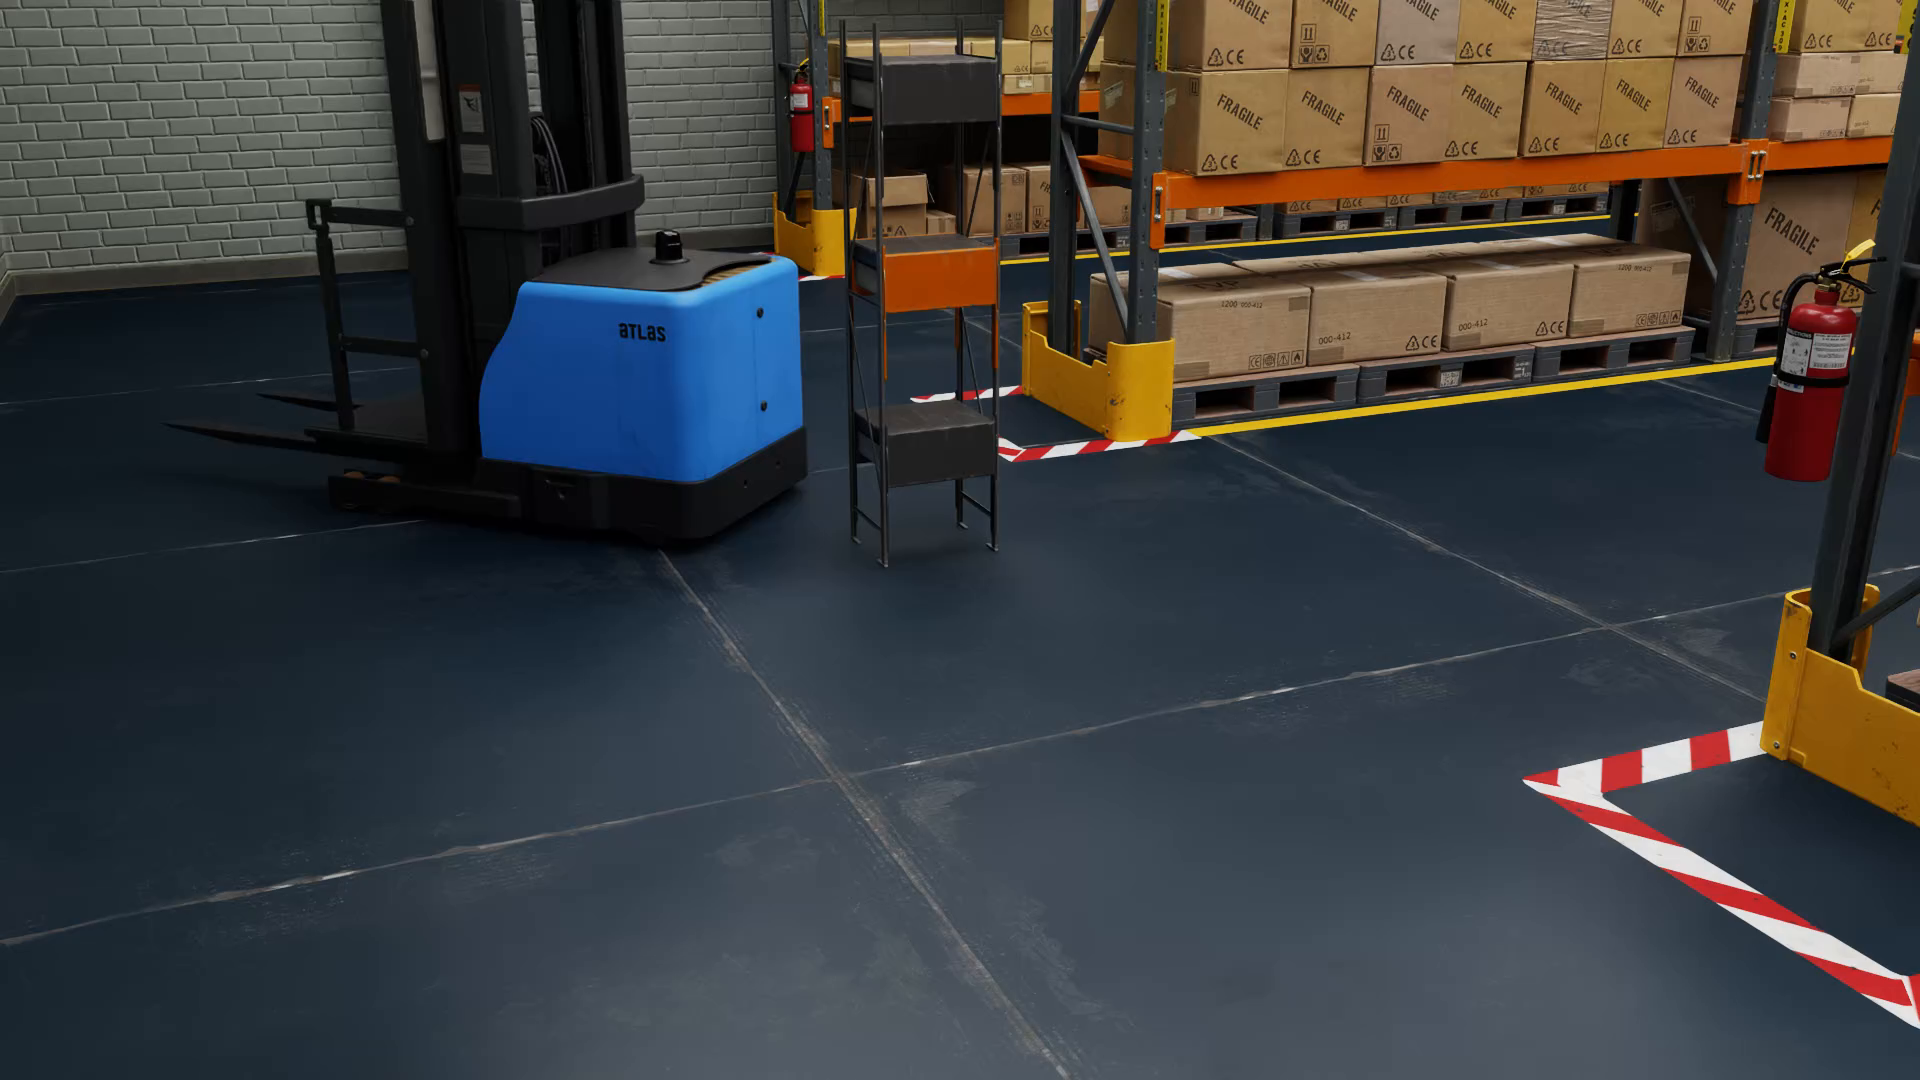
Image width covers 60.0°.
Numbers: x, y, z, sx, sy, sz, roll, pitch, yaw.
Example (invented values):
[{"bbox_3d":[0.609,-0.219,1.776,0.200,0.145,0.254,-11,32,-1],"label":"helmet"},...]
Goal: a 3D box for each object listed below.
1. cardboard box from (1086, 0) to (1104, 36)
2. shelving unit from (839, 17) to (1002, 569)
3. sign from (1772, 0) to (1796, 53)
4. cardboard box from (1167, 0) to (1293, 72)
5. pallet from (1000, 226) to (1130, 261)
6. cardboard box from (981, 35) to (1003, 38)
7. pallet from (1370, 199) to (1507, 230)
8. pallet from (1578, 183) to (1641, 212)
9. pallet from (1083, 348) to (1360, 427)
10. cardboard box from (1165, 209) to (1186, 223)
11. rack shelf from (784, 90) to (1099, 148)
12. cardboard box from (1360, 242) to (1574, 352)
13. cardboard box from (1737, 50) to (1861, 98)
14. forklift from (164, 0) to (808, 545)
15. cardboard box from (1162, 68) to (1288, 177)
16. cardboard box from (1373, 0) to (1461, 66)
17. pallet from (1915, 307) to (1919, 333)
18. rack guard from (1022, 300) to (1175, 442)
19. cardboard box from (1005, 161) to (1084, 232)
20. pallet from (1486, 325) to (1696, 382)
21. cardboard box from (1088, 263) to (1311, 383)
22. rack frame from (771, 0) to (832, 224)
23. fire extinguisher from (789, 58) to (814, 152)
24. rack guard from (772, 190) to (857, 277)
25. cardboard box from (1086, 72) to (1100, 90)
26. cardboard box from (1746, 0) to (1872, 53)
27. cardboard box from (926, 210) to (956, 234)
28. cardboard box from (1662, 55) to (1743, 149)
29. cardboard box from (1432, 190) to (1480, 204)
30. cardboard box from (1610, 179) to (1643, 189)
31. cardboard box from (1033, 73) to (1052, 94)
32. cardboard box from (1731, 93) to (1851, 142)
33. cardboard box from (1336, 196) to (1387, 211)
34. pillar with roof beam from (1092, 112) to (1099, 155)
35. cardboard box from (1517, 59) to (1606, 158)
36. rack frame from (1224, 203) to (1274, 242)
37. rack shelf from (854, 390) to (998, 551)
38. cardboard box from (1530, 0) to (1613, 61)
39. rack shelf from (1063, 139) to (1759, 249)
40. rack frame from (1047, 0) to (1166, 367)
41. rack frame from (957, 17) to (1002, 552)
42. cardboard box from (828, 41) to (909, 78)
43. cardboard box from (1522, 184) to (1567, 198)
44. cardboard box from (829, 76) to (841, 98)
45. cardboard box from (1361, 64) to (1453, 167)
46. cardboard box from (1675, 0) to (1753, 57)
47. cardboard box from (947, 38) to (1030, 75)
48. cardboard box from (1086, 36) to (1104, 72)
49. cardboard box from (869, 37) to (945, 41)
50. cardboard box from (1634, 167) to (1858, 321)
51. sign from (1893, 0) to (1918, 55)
[{"bbox_3d":[0.970,-4.455,13.806,0.500,0.500,0.500,-9,21,-23],"label":"cardboard box"},{"bbox_3d":[-0.152,-0.969,6.611,0.503,2.100,0.431,-8,21,-22],"label":"shelving unit"},{"bbox_3d":[4.633,-2.910,9.346,0.005,0.325,0.100,-8,21,-22],"label":"sign"},{"bbox_3d":[1.293,-2.602,8.239,0.500,0.500,0.500,-9,21,-23],"label":"cardboard box"},{"bbox_3d":[0.690,-2.579,14.029,1.213,0.211,1.003,-8,21,-22],"label":"pallet"},{"bbox_3d":[0.498,-4.031,13.731,0.500,0.250,0.500,-8,21,-22],"label":"cardboard box"},{"bbox_3d":[4.296,-3.111,15.540,1.213,0.211,1.003,-8,21,-22],"label":"pallet"},{"bbox_3d":[6.887,-3.453,16.512,1.213,0.211,1.003,-8,21,-22],"label":"pallet"},{"bbox_3d":[1.442,-0.920,9.318,1.213,0.211,1.003,-8,21,-22],"label":"pallet"},{"bbox_3d":[1.719,-2.845,14.069,0.258,0.266,0.396,-7,21,-20],"label":"cardboard box"},{"bbox_3d":[0.606,-3.544,13.653,4.000,0.370,1.077,-8,21,-22],"label":"rack shelf"},{"bbox_3d":[2.971,-1.455,9.862,0.875,0.438,0.875,-9,21,-24],"label":"cardboard box"},{"bbox_3d":[4.928,-2.770,9.845,0.500,0.250,0.500,-9,21,-23],"label":"cardboard box"},{"bbox_3d":[-2.271,-1.651,7.299,3.031,2.935,1.130,7,21,20],"label":"forklift"},{"bbox_3d":[1.294,-2.129,8.403,0.500,0.500,0.500,-8,21,-22],"label":"cardboard box"},{"bbox_3d":[2.234,-2.742,8.637,0.500,0.500,0.500,-8,21,-22],"label":"cardboard box"},{"bbox_3d":[6.213,-1.604,11.259,1.213,0.211,1.003,-8,21,-22],"label":"pallet"},{"bbox_3d":[0.717,-0.924,8.895,0.348,0.500,1.175,-8,21,-22],"label":"rack guard"},{"bbox_3d":[0.694,-2.830,13.675,0.500,0.500,0.500,-8,21,-21],"label":"cardboard box"},{"bbox_3d":[3.683,-1.241,10.230,1.213,0.211,1.003,-8,21,-22],"label":"pallet"},{"bbox_3d":[1.306,-1.214,9.178,0.875,0.438,0.875,-9,21,-24],"label":"cardboard box"},{"bbox_3d":[-1.230,-3.620,12.786,0.127,3.000,1.000,-8,21,-22],"label":"rack frame"},{"bbox_3d":[-1.182,-3.247,12.406,0.183,0.674,0.296,-8,21,-22],"label":"fire extinguisher"},{"bbox_3d":[-1.161,-2.451,13.230,0.348,0.500,1.175,-8,21,-22],"label":"rack guard"},{"bbox_3d":[1.034,-3.758,13.557,0.250,0.149,0.380,-8,21,-21],"label":"cardboard box"},{"bbox_3d":[4.930,-3.122,9.716,0.500,0.500,0.500,-8,21,-21],"label":"cardboard box"},{"bbox_3d":[-0.226,-2.569,13.461,0.250,0.149,0.380,-9,21,-24],"label":"cardboard box"},{"bbox_3d":[4.087,-2.541,9.572,0.500,0.500,0.500,-8,21,-21],"label":"cardboard box"},{"bbox_3d":[4.399,-3.364,15.190,0.500,0.500,0.500,-9,21,-24],"label":"cardboard box"},{"bbox_3d":[6.693,-3.828,16.321,0.625,0.625,0.875,-7,21,-20],"label":"cardboard box"},{"bbox_3d":[0.616,-3.656,13.267,0.250,0.149,0.380,-8,21,-21],"label":"cardboard box"},{"bbox_3d":[4.921,-2.539,9.944,0.500,0.250,0.500,-9,21,-23],"label":"cardboard box"},{"bbox_3d":[3.461,-3.233,14.819,0.500,0.500,0.500,-8,21,-23],"label":"cardboard box"},{"bbox_3d":[3.151,-5.846,10.076,0.400,9.000,9.100,-8,21,-22],"label":"pillar with roof beam"},{"bbox_3d":[3.161,-2.401,9.174,0.500,0.500,0.500,-8,21,-23],"label":"cardboard box"},{"bbox_3d":[2.442,-4.146,14.281,0.127,3.000,1.000,-8,21,-22],"label":"rack frame"},{"bbox_3d":[-0.152,-0.295,6.848,0.480,0.518,0.431,-8,21,-22],"label":"rack shelf"},{"bbox_3d":[3.155,-2.871,9.004,0.500,0.500,0.500,-8,21,-21],"label":"cardboard box"},{"bbox_3d":[2.576,-2.030,9.355,4.000,0.370,1.077,-8,21,-22],"label":"rack shelf"},{"bbox_3d":[0.739,-2.107,8.489,0.127,3.000,1.000,-8,21,-22],"label":"rack frame"},{"bbox_3d":[0.072,-1.001,6.703,0.015,2.100,0.400,-8,21,-22],"label":"rack frame"},{"bbox_3d":[-0.707,-3.667,12.698,0.500,0.250,0.500,-8,21,-22],"label":"cardboard box"},{"bbox_3d":[5.348,-3.507,15.598,0.500,0.500,0.500,-8,21,-23],"label":"cardboard box"},{"bbox_3d":[-0.820,-3.461,12.713,0.250,0.149,0.380,-8,21,-22],"label":"cardboard box"},{"bbox_3d":[2.221,-2.266,8.790,0.500,0.500,0.500,-8,21,-22],"label":"cardboard box"},{"bbox_3d":[4.088,-3.005,9.385,0.500,0.500,0.500,-8,21,-22],"label":"cardboard box"},{"bbox_3d":[0.220,-3.801,13.079,0.500,0.250,0.500,-9,21,-23],"label":"cardboard box"},{"bbox_3d":[1.154,-3.942,13.480,0.500,0.250,0.500,-8,21,-22],"label":"cardboard box"},{"bbox_3d":[-0.439,-3.898,13.355,0.500,0.250,0.500,-8,21,-22],"label":"cardboard box"},{"bbox_3d":[4.950,-1.935,10.567,0.875,0.875,0.875,-7,21,-20],"label":"cardboard box"},{"bbox_3d":[2.591,-1.478,4.483,0.005,0.325,0.100,-8,21,-22],"label":"sign"}]
